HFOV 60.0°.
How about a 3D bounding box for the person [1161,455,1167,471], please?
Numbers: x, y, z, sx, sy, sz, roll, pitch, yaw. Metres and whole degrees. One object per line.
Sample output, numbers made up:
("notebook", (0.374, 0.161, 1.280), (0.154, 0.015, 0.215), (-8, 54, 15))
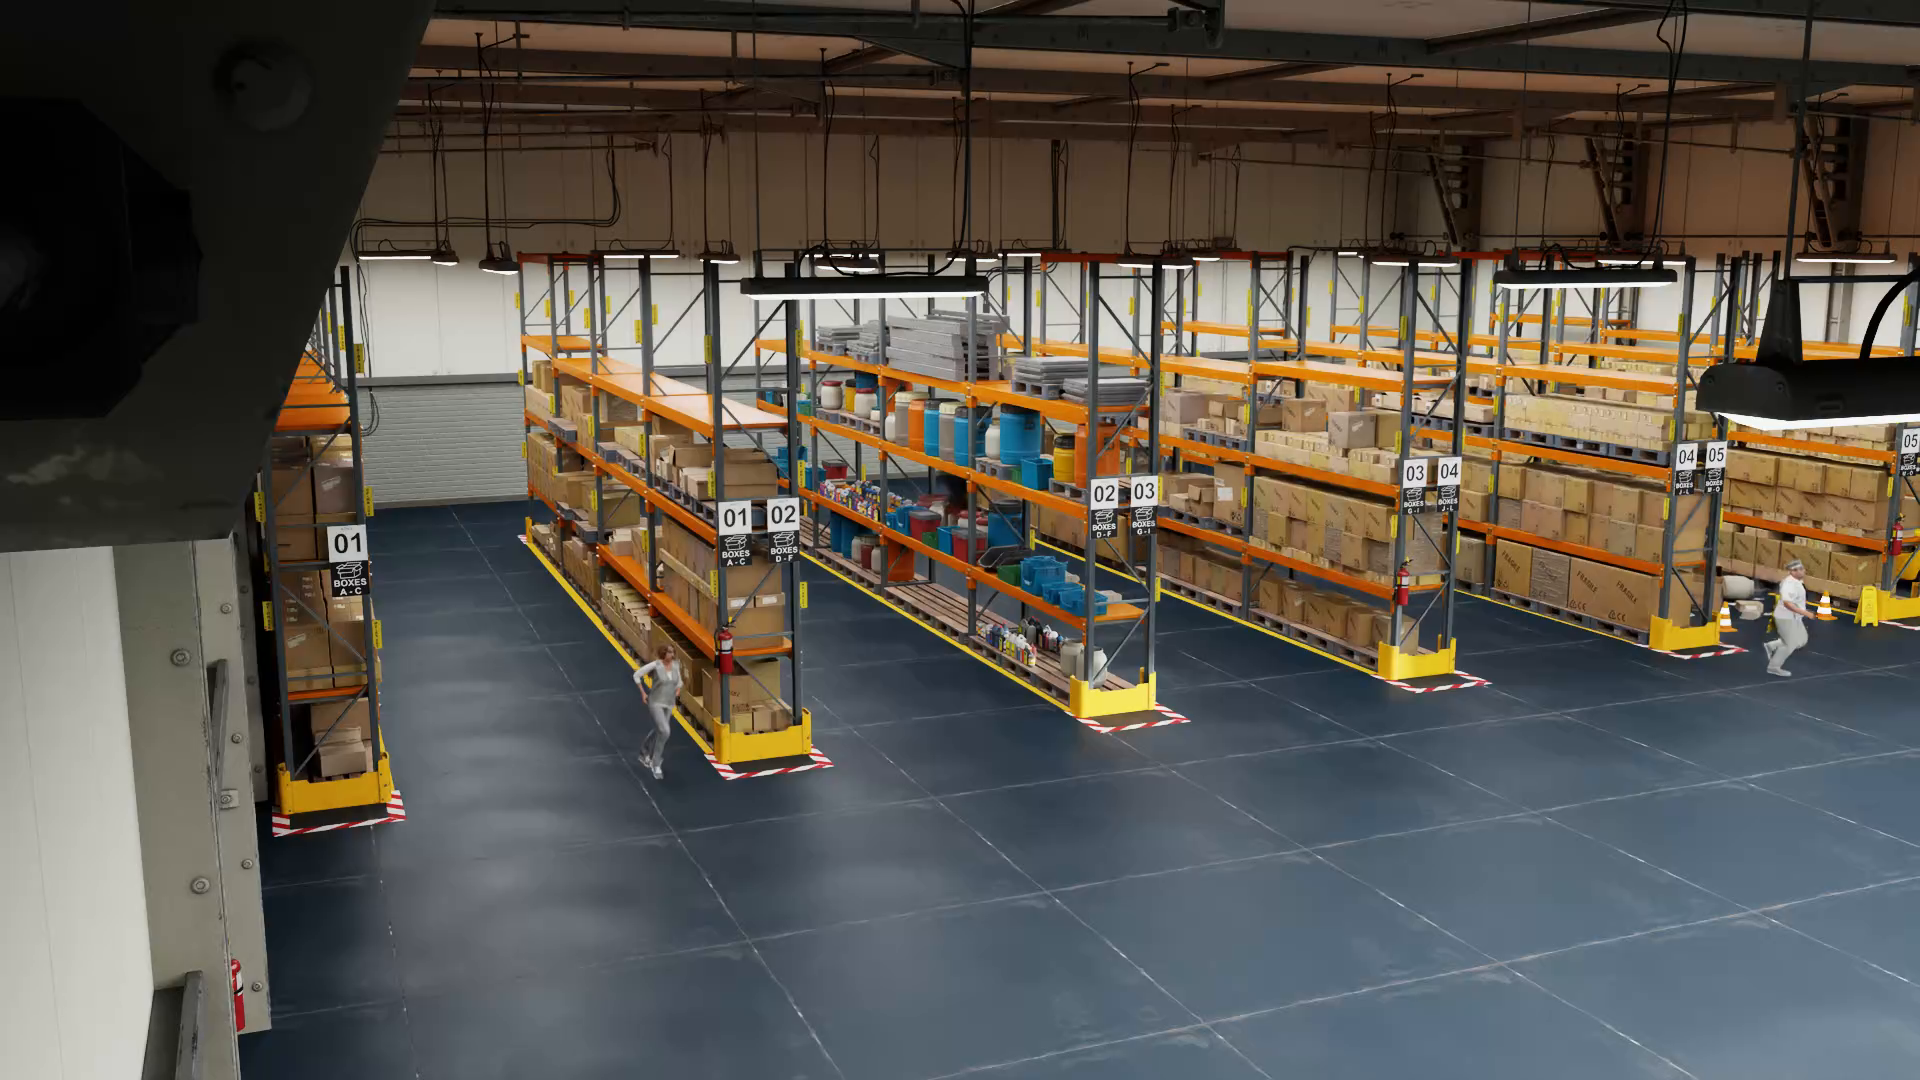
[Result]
("person", (5.025, -2.026, 41.639), (0.867, 1.680, 0.565), (-5, 12, -25))

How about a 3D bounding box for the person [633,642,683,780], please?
("person", (-3.577, 1.994, 19.824), (0.695, 1.607, 0.546), (9, 14, 42))

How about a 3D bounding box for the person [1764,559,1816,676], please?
("person", (12.072, 1.112, 24.153), (0.667, 1.741, 0.684), (7, 12, 33))
